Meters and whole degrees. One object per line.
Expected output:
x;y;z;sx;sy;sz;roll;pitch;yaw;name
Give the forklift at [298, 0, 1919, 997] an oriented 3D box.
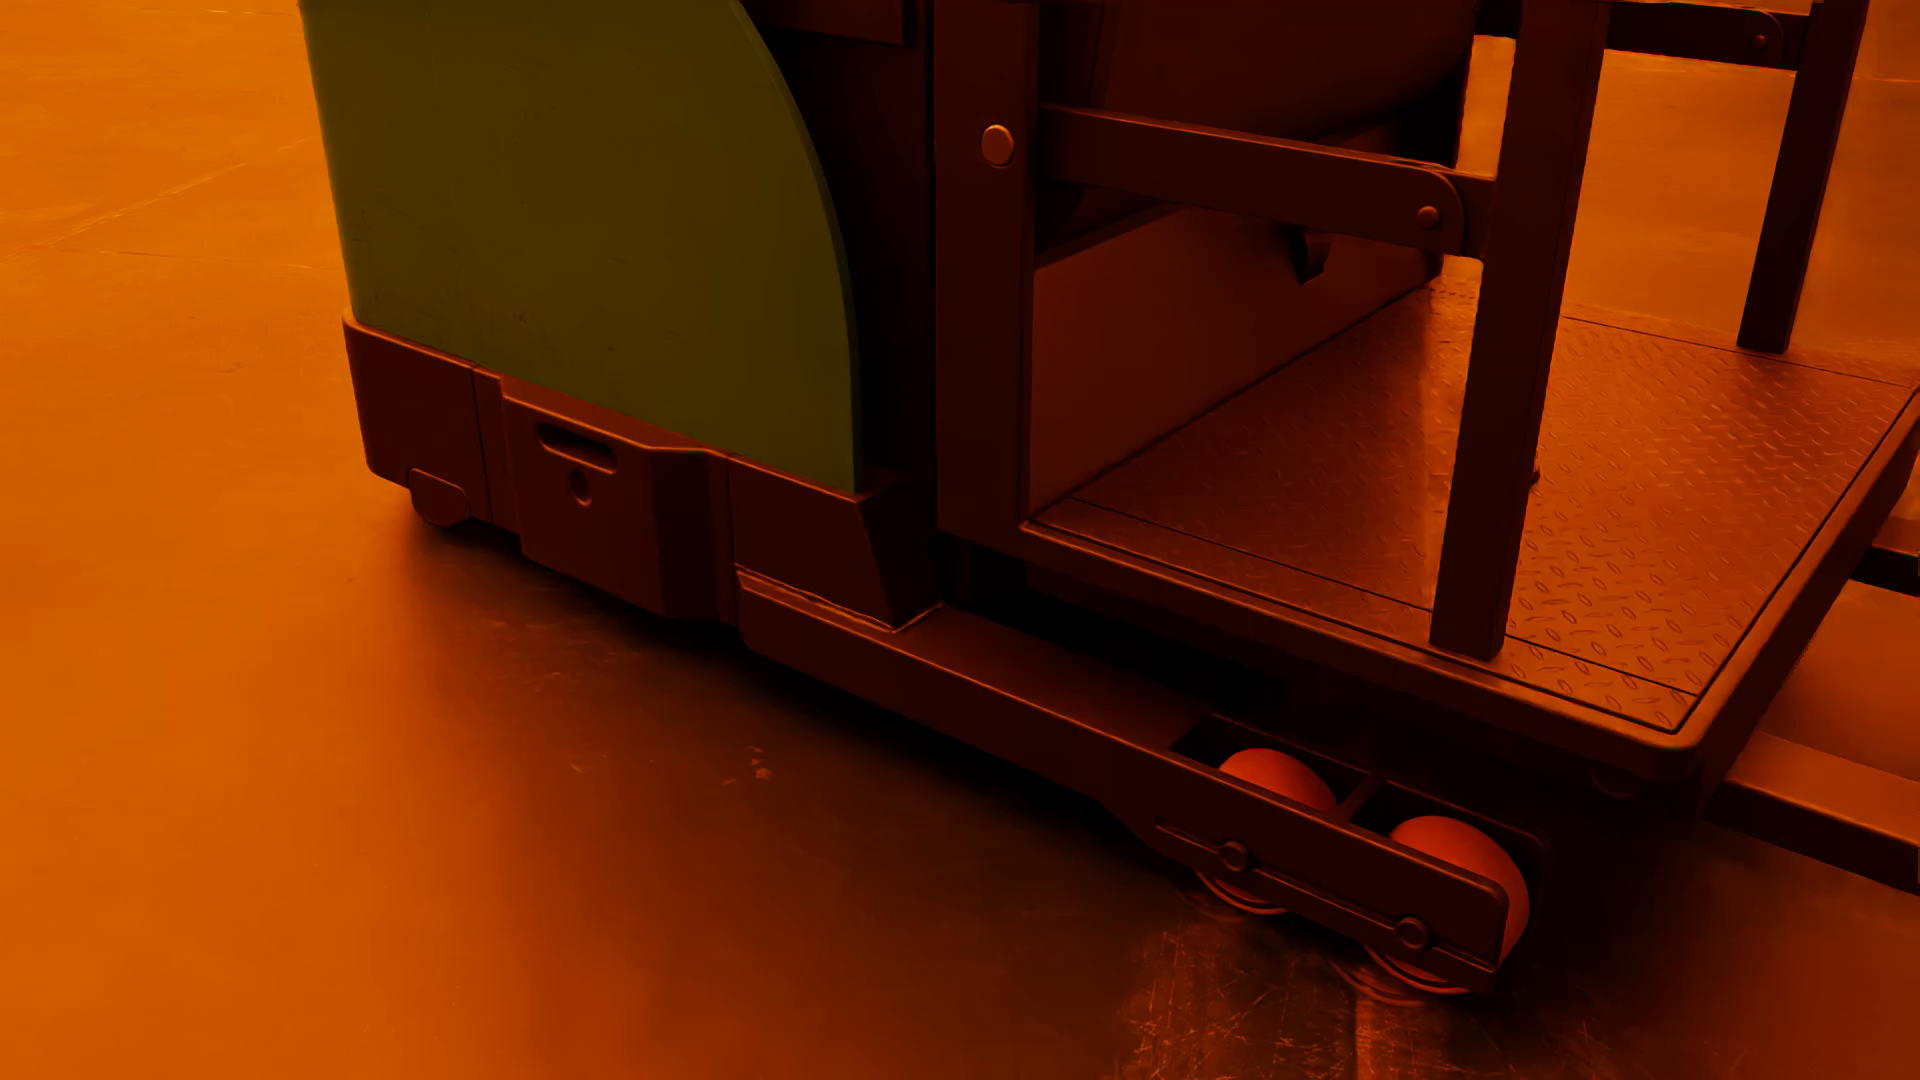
0.551;-1.139;1.503;3.031;2.935;1.130;19;33;33;forklift
